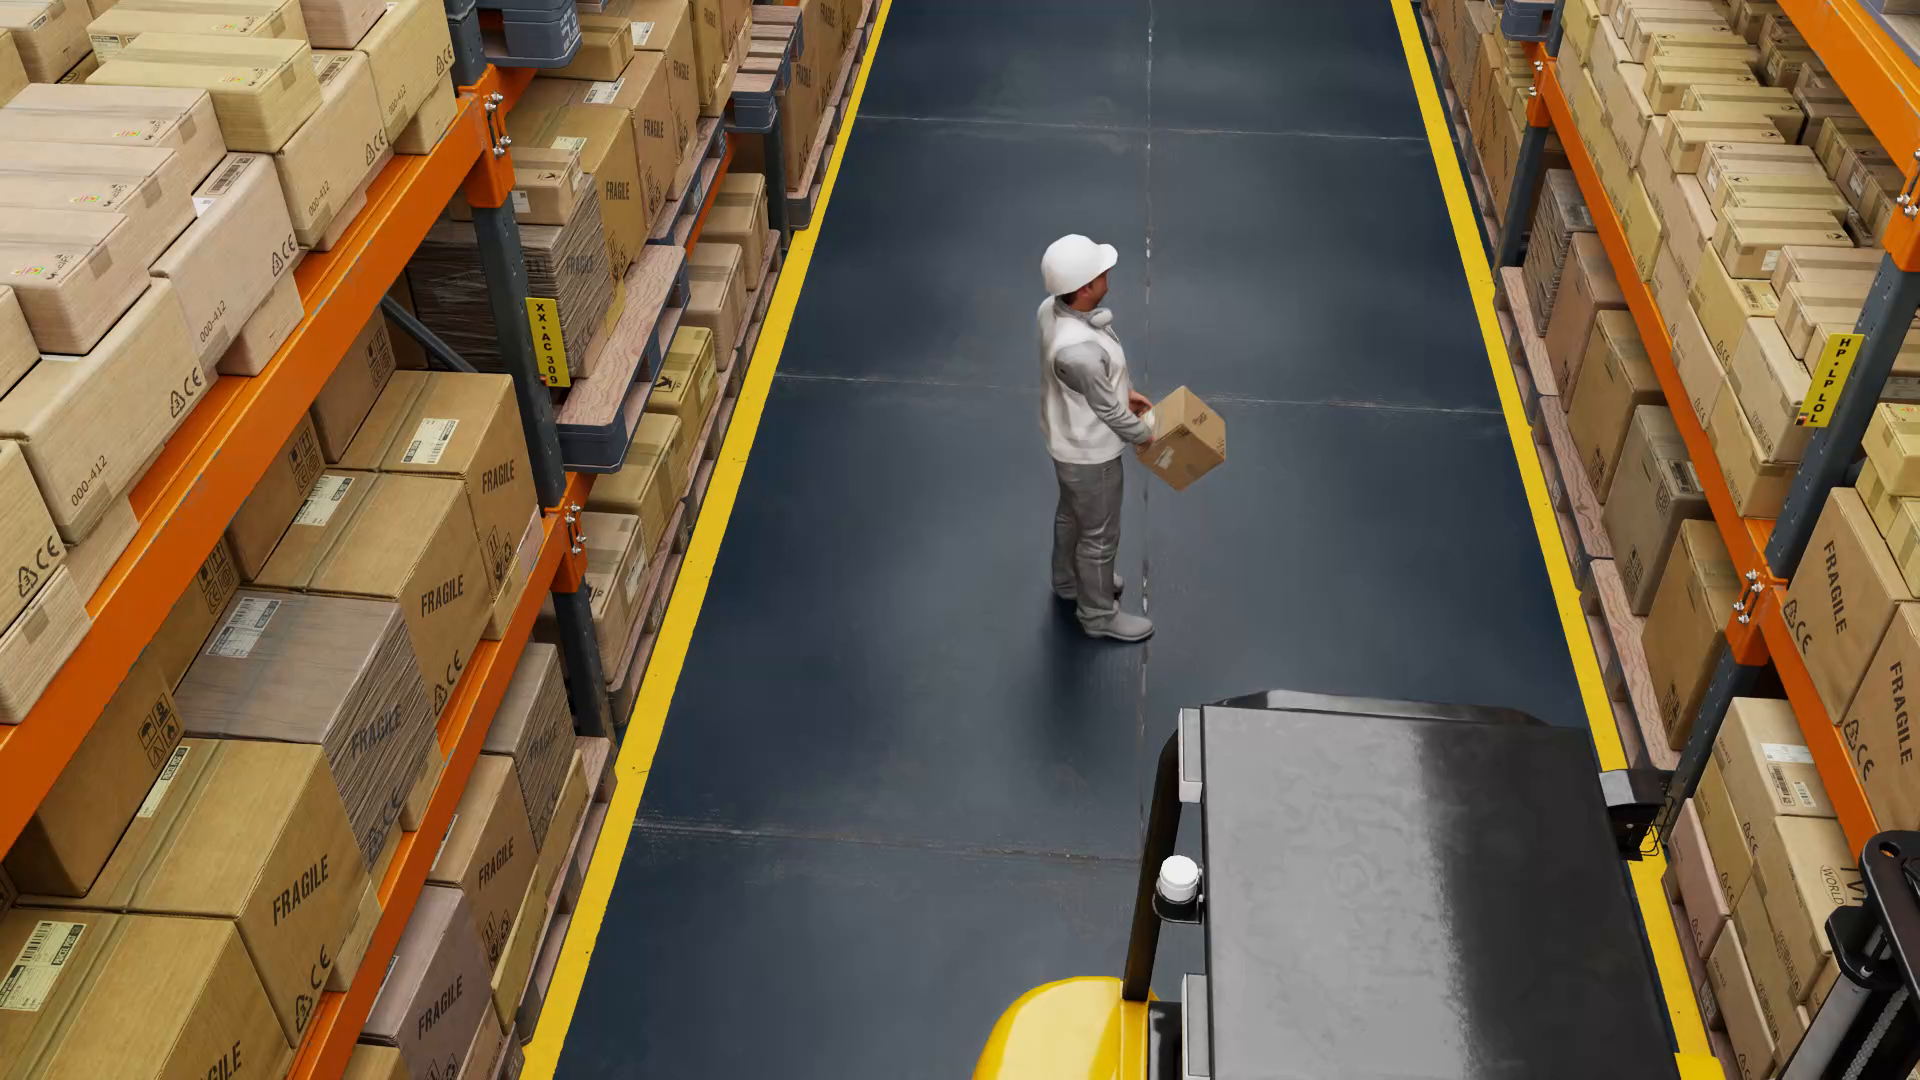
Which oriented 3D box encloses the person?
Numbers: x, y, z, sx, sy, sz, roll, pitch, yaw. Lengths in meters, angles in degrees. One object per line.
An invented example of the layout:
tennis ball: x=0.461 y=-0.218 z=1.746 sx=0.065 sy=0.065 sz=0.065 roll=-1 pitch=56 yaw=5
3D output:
person: x=0.560 y=-0.411 z=6.624 sx=0.521 sy=1.777 sz=0.557 roll=-5 pitch=40 yaw=-6
